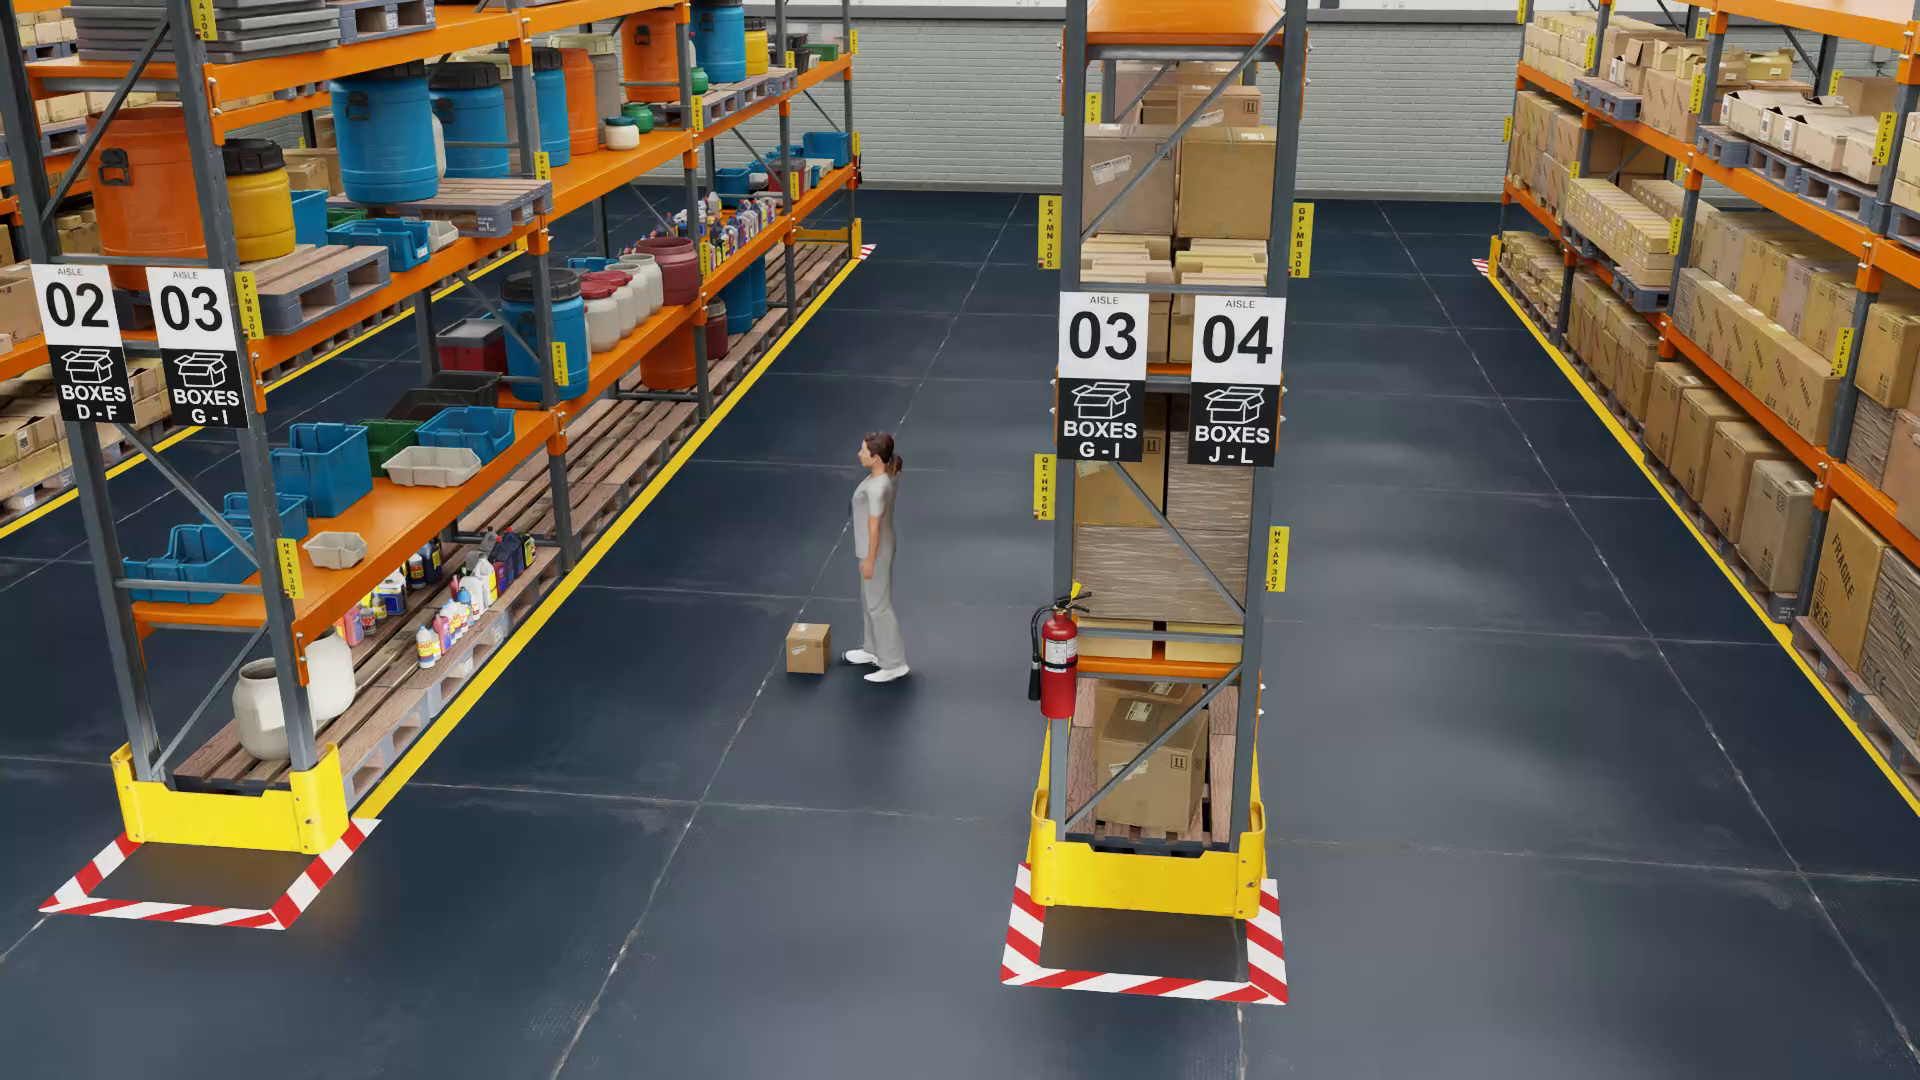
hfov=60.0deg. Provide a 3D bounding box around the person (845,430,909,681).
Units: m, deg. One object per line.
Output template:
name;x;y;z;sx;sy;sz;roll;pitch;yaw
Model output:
person;-0.557;0.101;10.873;0.467;1.704;0.441;3;21;7
